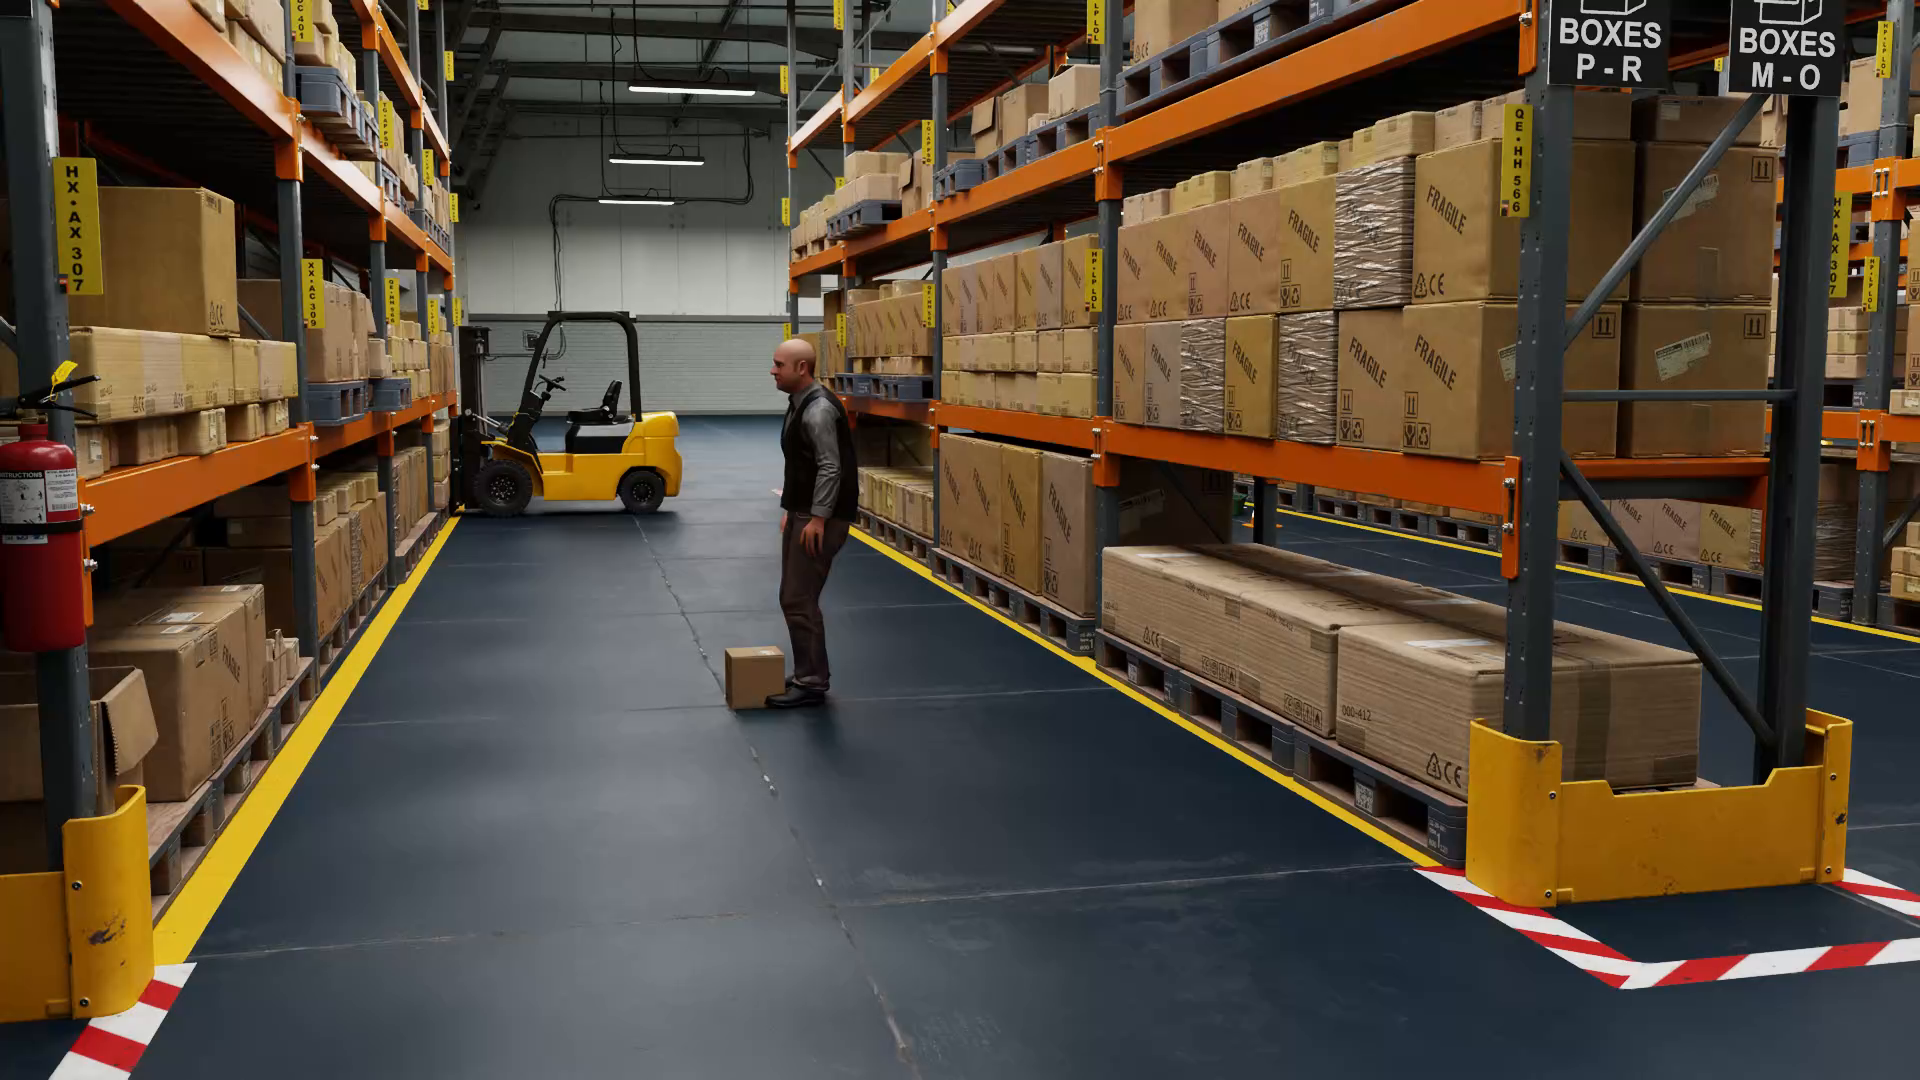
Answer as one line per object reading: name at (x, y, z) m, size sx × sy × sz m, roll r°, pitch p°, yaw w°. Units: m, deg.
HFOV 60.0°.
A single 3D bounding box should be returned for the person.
person at (-0.723, -0.086, 7.870) m, size 0.475 × 1.720 × 0.587 m, roll -2°, pitch 6°, yaw -17°
